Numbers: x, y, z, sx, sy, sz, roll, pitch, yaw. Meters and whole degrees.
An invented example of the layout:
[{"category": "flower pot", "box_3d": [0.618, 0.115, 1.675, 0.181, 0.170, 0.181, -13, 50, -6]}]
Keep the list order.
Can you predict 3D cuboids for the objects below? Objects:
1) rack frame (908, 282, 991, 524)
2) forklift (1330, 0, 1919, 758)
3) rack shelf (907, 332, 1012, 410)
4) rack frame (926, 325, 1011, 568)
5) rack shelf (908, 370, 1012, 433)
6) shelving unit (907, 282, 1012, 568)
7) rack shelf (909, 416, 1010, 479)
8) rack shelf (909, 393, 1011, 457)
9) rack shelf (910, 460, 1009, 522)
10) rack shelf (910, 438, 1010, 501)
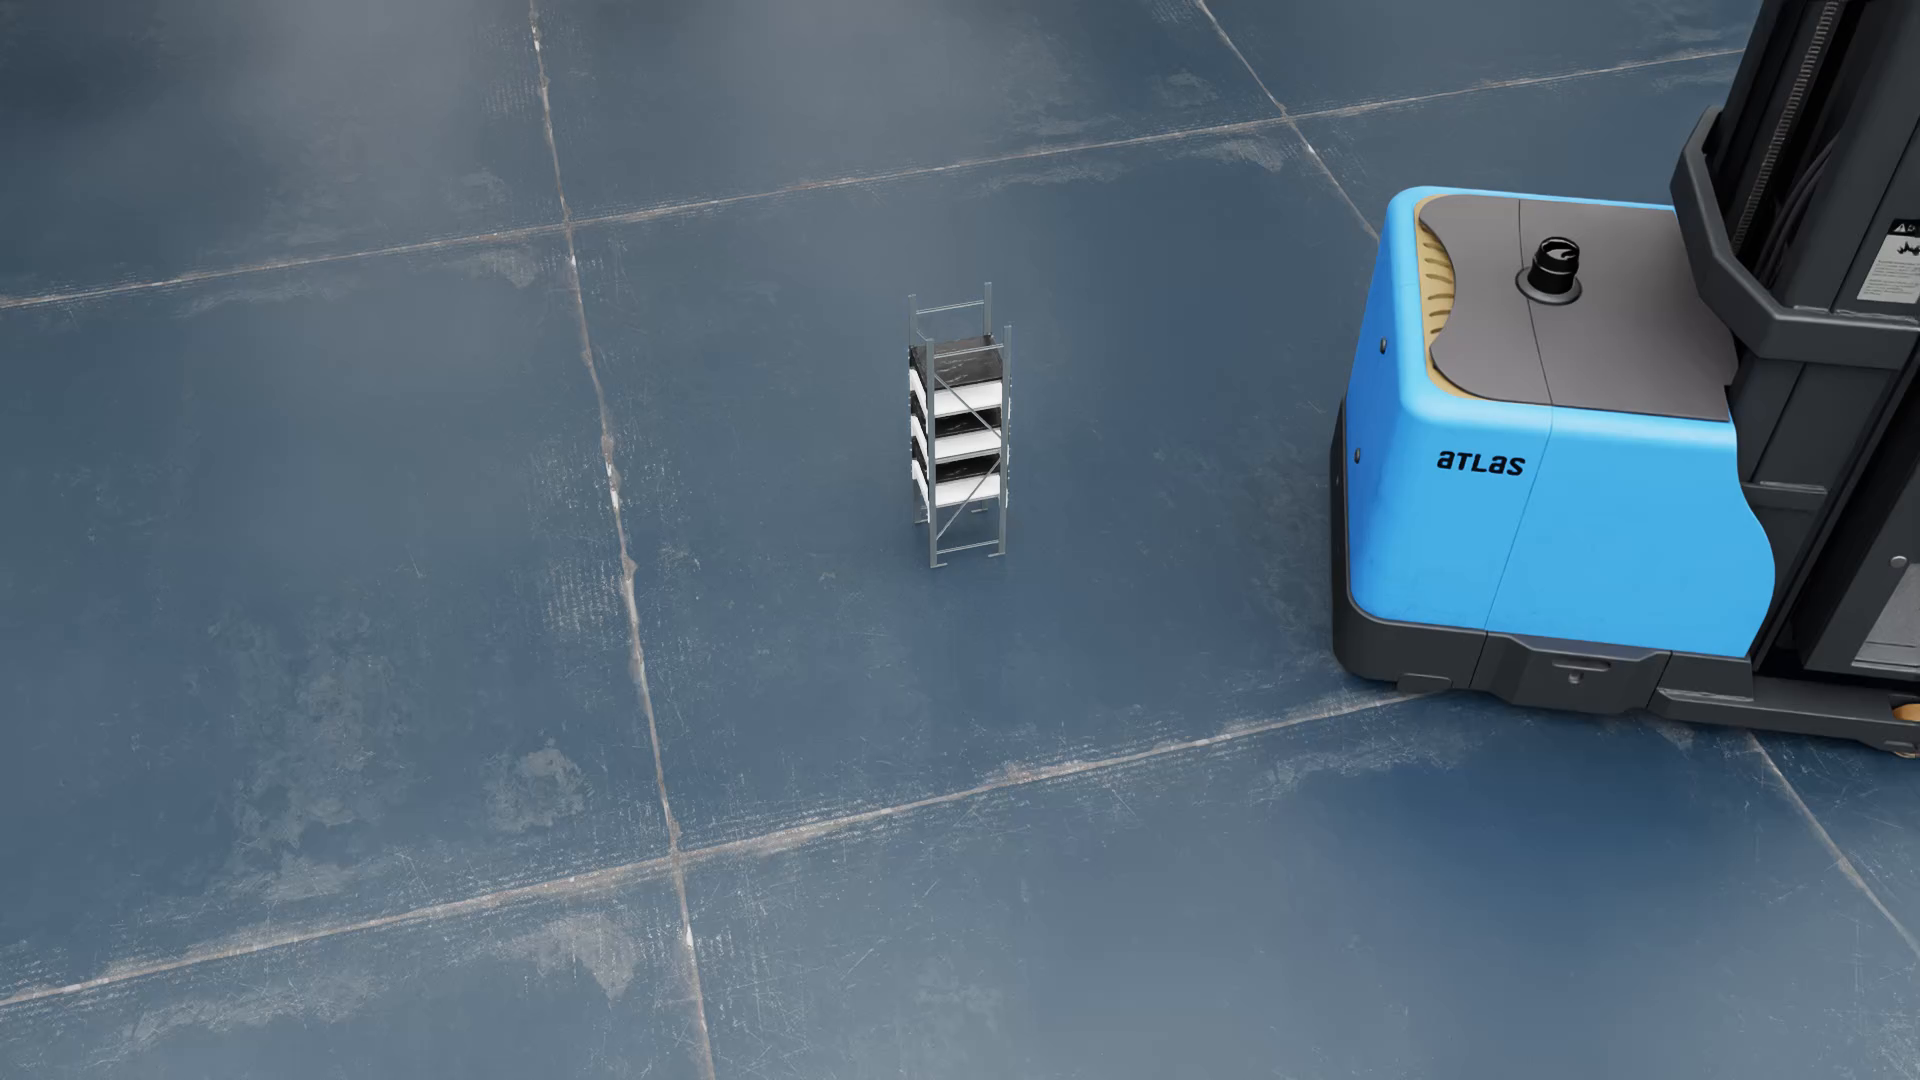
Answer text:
[{"category": "rack frame", "box_3d": [-0.028, -0.391, 5.003, 0.240, 0.900, 0.006, -11, 47, -10]}, {"category": "forklift", "box_3d": [2.646, -0.804, 3.985, 3.031, 2.935, 1.130, 6, 46, 6]}, {"category": "rack shelf", "box_3d": [-0.002, -0.486, 4.765, 0.258, 0.077, 0.200, -11, 47, -10]}, {"category": "rack frame", "box_3d": [0.024, -0.250, 4.865, 0.240, 0.900, 0.006, -11, 47, -10]}, {"category": "rack shelf", "box_3d": [-0.002, -0.423, 4.829, 0.258, 0.077, 0.200, -11, 47, -10]}, {"category": "shelving unit", "box_3d": [-0.002, -0.321, 4.934, 0.258, 0.900, 0.210, -11, 47, -10]}, {"category": "rack shelf", "box_3d": [-0.002, -0.297, 4.958, 0.258, 0.077, 0.200, -11, 47, -10]}, {"category": "rack shelf", "box_3d": [-0.002, -0.360, 4.894, 0.258, 0.077, 0.200, -11, 47, -10]}, {"category": "rack shelf", "box_3d": [-0.002, -0.171, 5.086, 0.258, 0.077, 0.200, -11, 47, -10]}, {"category": "rack shelf", "box_3d": [-0.002, -0.234, 5.022, 0.258, 0.077, 0.200, -11, 47, -10]}]
